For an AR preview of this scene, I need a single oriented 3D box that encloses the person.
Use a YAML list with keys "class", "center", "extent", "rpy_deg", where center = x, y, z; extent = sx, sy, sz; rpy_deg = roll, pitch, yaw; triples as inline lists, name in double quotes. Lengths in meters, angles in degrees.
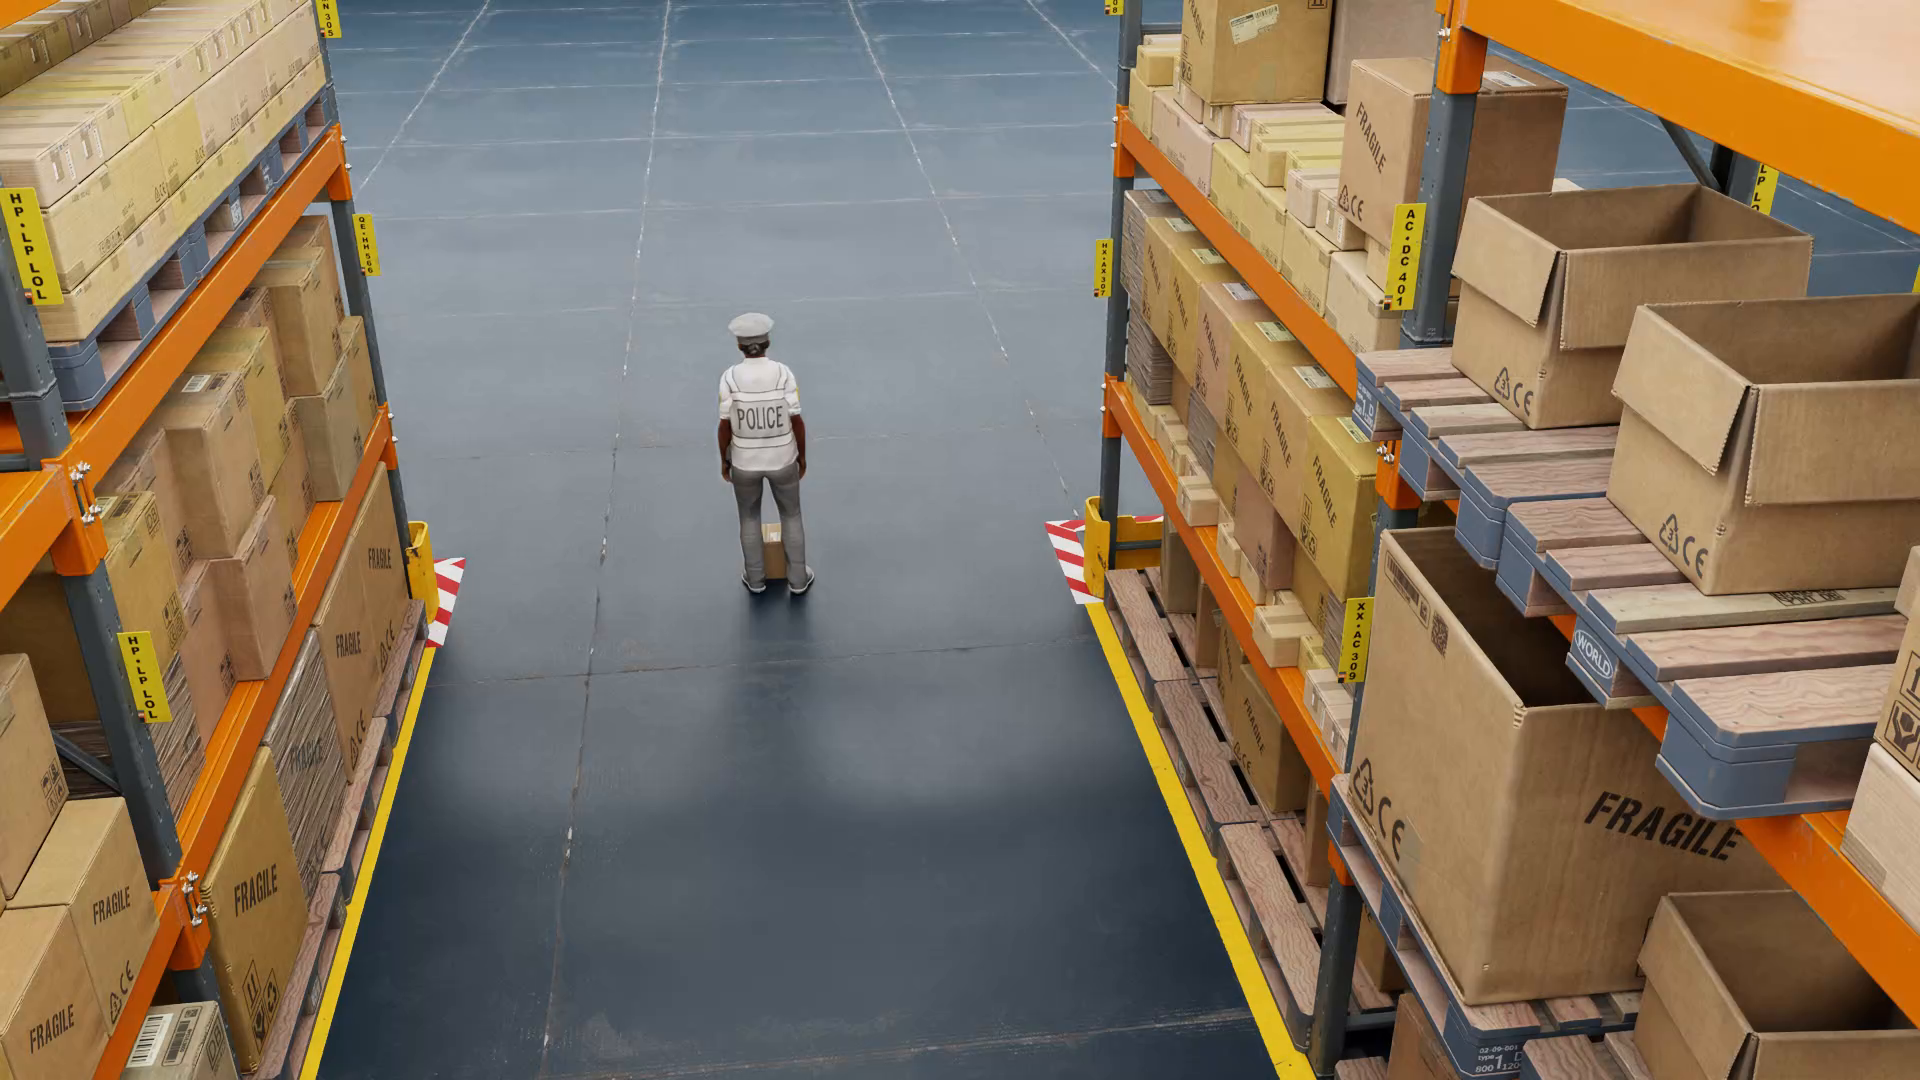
- class: "person"
  center: [-1.116, -0.458, 9.504]
  extent: [0.505, 1.660, 0.415]
  rpy_deg: [-3, 28, -7]
